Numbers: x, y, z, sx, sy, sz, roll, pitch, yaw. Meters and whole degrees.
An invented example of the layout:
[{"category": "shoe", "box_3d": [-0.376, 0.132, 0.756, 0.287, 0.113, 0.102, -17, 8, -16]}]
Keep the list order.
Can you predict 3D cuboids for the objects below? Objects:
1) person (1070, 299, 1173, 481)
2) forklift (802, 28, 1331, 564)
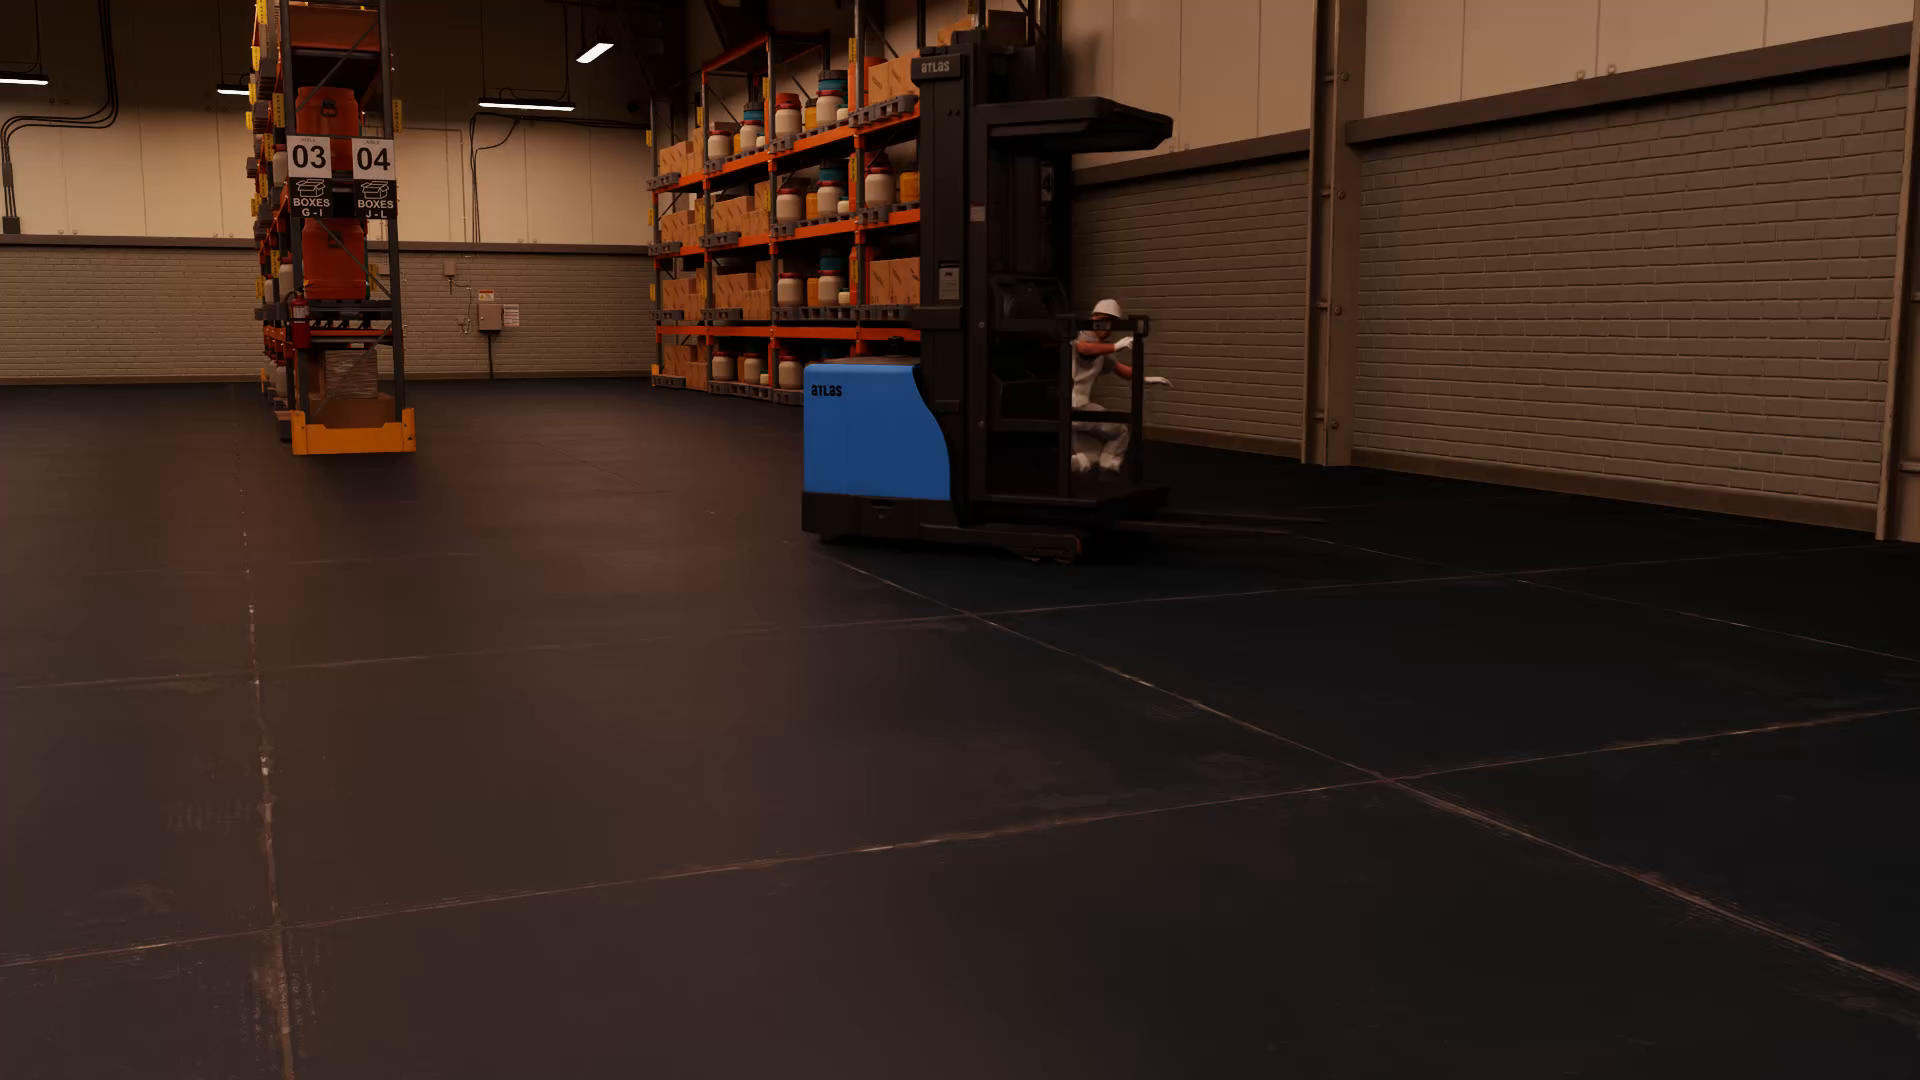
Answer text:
[{"category": "person", "box_3d": [1.118, -0.966, 11.828, 1.092, 1.489, 0.812, -3, 8, -19]}, {"category": "forklift", "box_3d": [0.586, -1.399, 9.548, 3.031, 2.935, 1.130, 4, 9, 29]}]
